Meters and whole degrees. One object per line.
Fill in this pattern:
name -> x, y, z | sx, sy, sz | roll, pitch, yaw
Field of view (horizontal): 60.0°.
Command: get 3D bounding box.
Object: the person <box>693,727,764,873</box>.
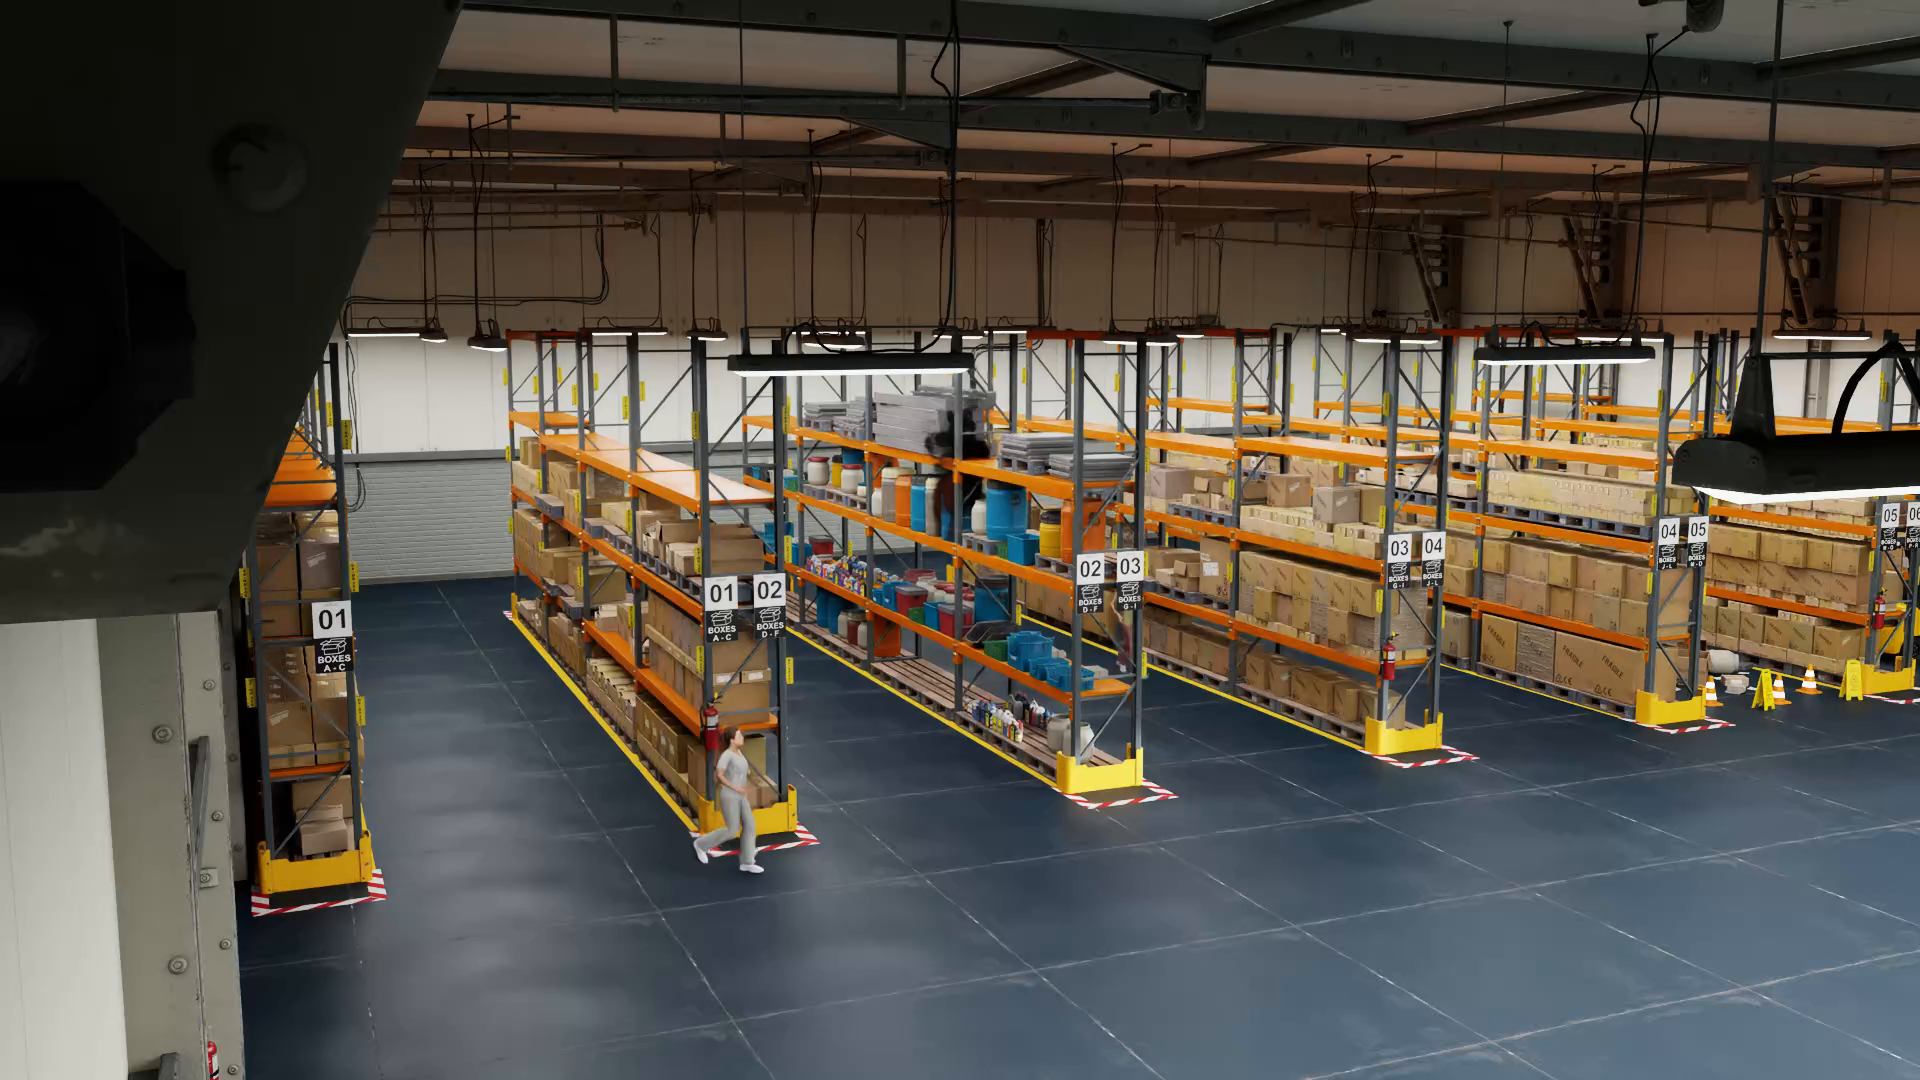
person -> -2.588, 2.941, 19.063 | 0.856, 1.618, 0.623 | 2, 8, 14

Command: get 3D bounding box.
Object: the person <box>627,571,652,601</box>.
person -> -6.826, 0.721, 35.025 | 0.756, 1.706, 0.581 | -7, 11, -42

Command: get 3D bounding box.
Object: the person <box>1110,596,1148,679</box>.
person -> 2.874, 1.439, 27.715 | 0.574, 1.704, 0.904 | -5, 9, -34
